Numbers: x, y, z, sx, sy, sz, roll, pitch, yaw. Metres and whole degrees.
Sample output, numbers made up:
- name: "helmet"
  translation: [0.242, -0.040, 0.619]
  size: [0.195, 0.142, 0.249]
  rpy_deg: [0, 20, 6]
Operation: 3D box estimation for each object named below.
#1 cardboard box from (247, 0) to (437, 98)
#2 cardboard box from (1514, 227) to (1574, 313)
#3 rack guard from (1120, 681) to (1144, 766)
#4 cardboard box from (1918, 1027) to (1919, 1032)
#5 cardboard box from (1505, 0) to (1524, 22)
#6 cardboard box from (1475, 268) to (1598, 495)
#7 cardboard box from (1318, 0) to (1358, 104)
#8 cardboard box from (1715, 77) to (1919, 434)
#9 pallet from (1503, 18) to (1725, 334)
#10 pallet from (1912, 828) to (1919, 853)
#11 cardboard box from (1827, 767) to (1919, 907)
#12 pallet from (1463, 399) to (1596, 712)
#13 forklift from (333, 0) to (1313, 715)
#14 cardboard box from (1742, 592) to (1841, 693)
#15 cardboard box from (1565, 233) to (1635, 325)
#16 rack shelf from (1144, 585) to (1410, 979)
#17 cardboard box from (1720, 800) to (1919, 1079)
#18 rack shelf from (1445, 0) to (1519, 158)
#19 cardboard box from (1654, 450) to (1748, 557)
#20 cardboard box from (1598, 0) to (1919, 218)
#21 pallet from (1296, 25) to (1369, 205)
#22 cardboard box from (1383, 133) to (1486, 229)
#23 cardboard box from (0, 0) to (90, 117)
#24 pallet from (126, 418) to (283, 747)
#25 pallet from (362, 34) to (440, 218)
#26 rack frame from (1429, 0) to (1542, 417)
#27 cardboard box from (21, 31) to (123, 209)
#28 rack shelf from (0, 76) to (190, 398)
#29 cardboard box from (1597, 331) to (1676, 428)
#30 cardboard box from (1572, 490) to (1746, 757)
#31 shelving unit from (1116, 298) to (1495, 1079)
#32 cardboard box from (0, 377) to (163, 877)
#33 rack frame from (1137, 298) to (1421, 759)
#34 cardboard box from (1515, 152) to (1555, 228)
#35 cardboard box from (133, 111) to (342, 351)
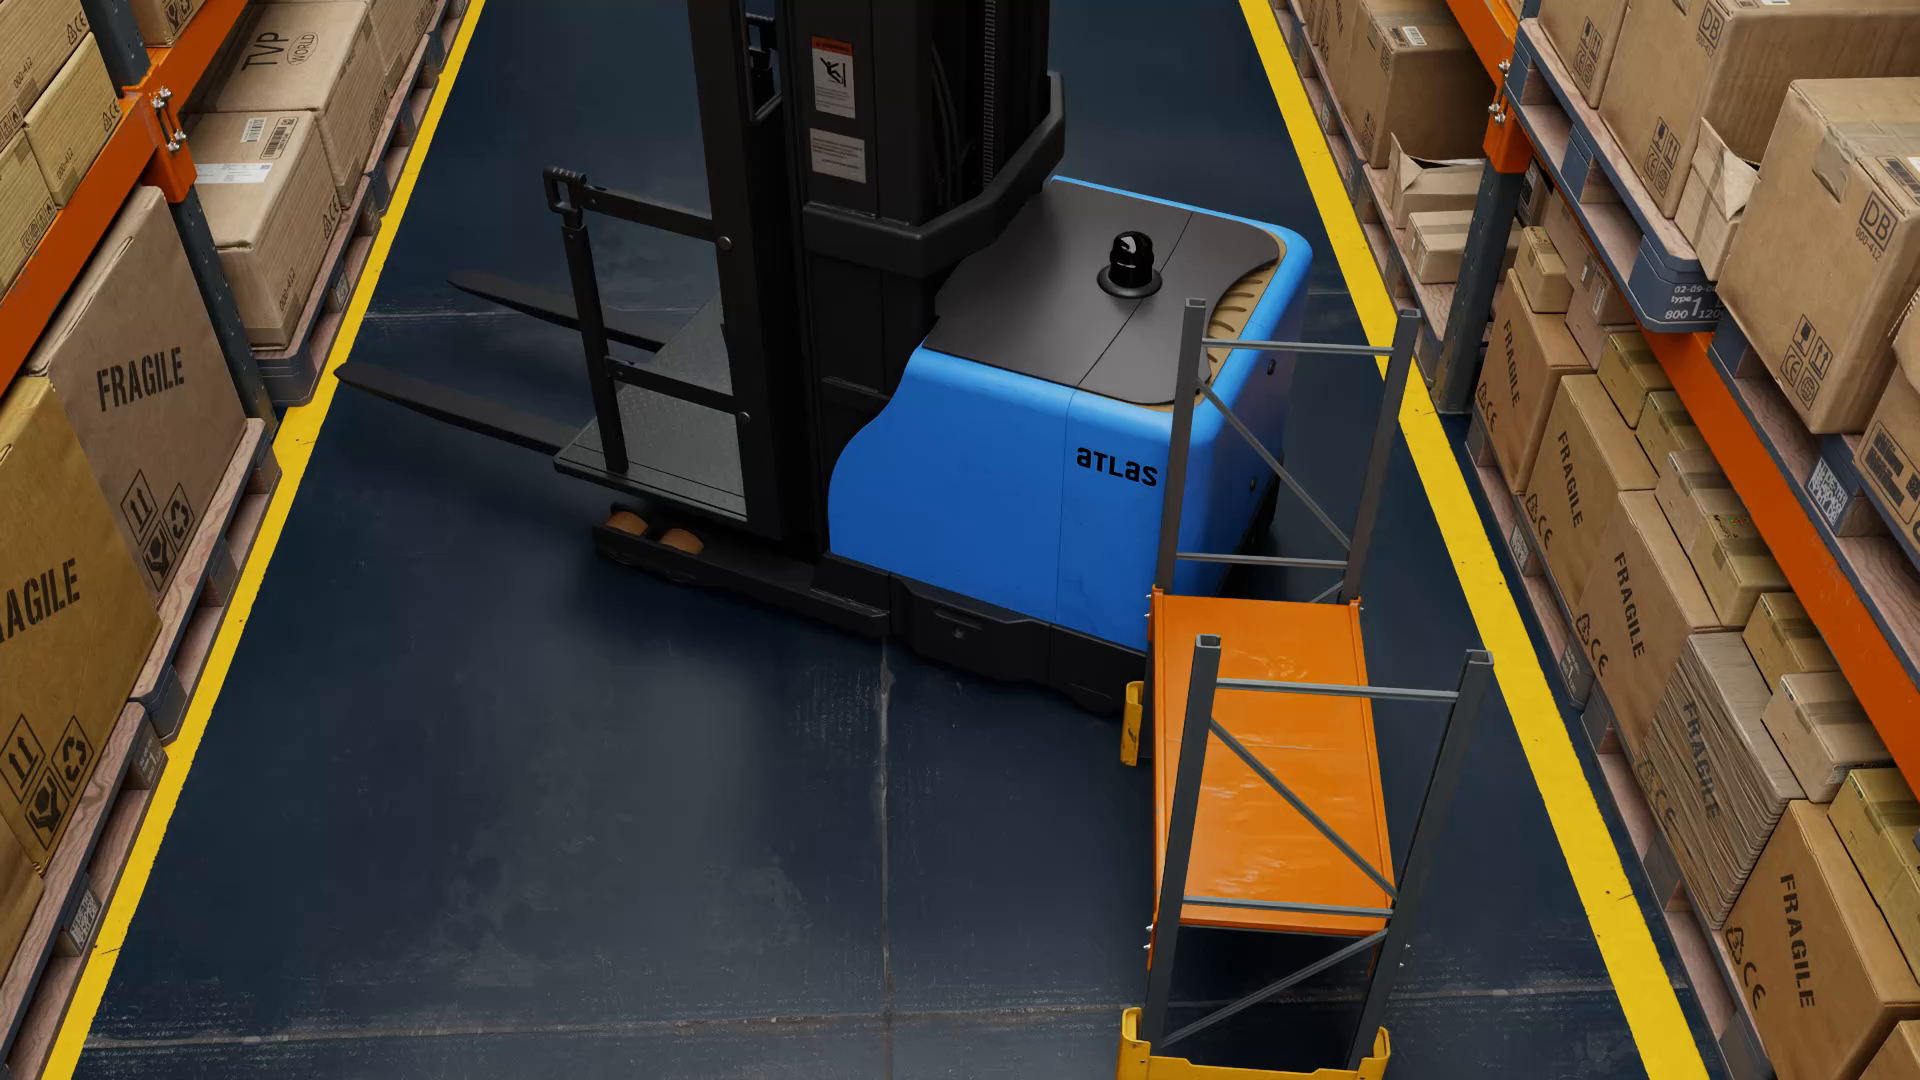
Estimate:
- name: "cardboard box"
  translation: [-2.814, -2.292, 7.115]
  size: [0.875, 0.438, 0.875]
  rpy_deg: [-1, 43, -1]
- name: "cardboard box"
  translation: [1.889, -0.809, 4.972]
  size: [0.380, 0.149, 0.250]
  rpy_deg: [0, 43, 0]
- name: "rack guard"
  translation: [0.737, 0.515, 4.504]
  size: [0.587, 0.250, 0.087]
  rpy_deg: [3, 43, 3]
- name: "cardboard box"
  translation: [2.026, 0.953, 3.049]
  size: [0.380, 0.149, 0.250]
  rpy_deg: [-3, 43, -3]
- name: "cardboard box"
  translation: [1.873, -1.702, 5.072]
  size: [0.380, 0.149, 0.250]
  rpy_deg: [-1, 43, -1]
- name: "cardboard box"
  translation: [1.935, -0.486, 5.100]
  size: [0.500, 0.500, 0.500]
  rpy_deg: [0, 43, 0]
- name: "cardboard box"
  translation: [1.821, -2.166, 6.933]
  size: [0.500, 0.500, 0.500]
  rpy_deg: [-1, 43, -1]
- name: "cardboard box"
  translation: [1.992, -0.565, 3.262]
  size: [0.700, 0.500, 0.500]
  rpy_deg: [-2, 43, -2]
- name: "pallet"
  translation: [2.064, -0.973, 4.233]
  size: [1.003, 0.211, 1.213]
  rpy_deg: [-2, 43, -2]
- name: "pallet"
  translation: [2.210, 0.729, 2.376]
  size: [1.213, 0.211, 1.003]
  rpy_deg: [-2, 43, -2]
- name: "cardboard box"
  translation: [2.049, 0.605, 3.429]
  size: [0.380, 0.149, 0.250]
  rpy_deg: [-2, 43, -2]
- name: "pallet"
  translation: [2.212, -0.010, 5.105]
  size: [1.003, 0.211, 1.213]
  rpy_deg: [-2, 43, -2]
- name: "forklift"
  translation: [-0.572, -1.256, 4.451]
  size: [3.031, 2.935, 1.130]
  rpy_deg: [17, 45, 18]
- name: "cardboard box"
  translation: [2.047, 0.252, 3.814]
  size: [0.380, 0.149, 0.250]
  rpy_deg: [-1, 43, -2]
- name: "cardboard box"
  translation: [1.948, -0.744, 4.681]
  size: [0.380, 0.149, 0.250]
  rpy_deg: [-4, 43, -4]
- name: "rack shelf"
  translation: [0.695, 0.528, 3.830]
  size: [0.538, 0.185, 1.000]
  rpy_deg: [3, 43, 3]
- name: "cardboard box"
  translation: [2.041, 0.910, 3.576]
  size: [0.500, 0.500, 0.500]
  rpy_deg: [0, 43, 0]
- name: "rack shelf"
  translation: [2.054, -2.671, 6.477]
  size: [1.077, 0.370, 4.000]
  rpy_deg: [-2, 43, -2]
- name: "cardboard box"
  translation: [1.999, -0.097, 4.195]
  size: [0.380, 0.149, 0.250]
  rpy_deg: [-2, 43, -2]
- name: "cardboard box"
  translation: [1.958, -1.095, 3.840]
  size: [0.700, 0.500, 0.500]
  rpy_deg: [-1, 43, -1]
- name: "pallet"
  translation: [2.056, -1.847, 7.109]
  size: [1.003, 0.211, 1.213]
  rpy_deg: [-2, 43, -2]
- name: "cardboard box"
  translation: [1.807, -1.342, 6.206]
  size: [0.396, 0.266, 0.258]
  rpy_deg: [0, 43, 0]
- name: "cardboard box"
  translation: [-2.558, -1.280, 4.167]
  size: [0.500, 0.250, 0.500]
  rpy_deg: [-2, 43, -2]
- name: "pallet"
  translation: [-2.712, 0.106, 4.979]
  size: [1.003, 0.211, 1.213]
  rpy_deg: [-2, 43, -2]
- name: "pallet"
  translation: [-2.829, -1.754, 7.008]
  size: [1.003, 0.211, 1.213]
  rpy_deg: [-2, 43, -2]
- name: "rack frame"
  translation: [2.139, -1.586, 4.760]
  size: [1.000, 3.000, 0.127]
  rpy_deg: [-2, 43, -2]
- name: "cardboard box"
  translation: [-2.549, -1.090, 4.331]
  size: [0.500, 0.250, 0.500]
  rpy_deg: [-3, 43, -3]
- name: "rack shelf"
  translation: [-2.735, 0.174, 3.372]
  size: [1.077, 0.370, 4.000]
  rpy_deg: [-2, 43, -2]
- name: "cardboard box"
  translation: [2.000, -0.451, 4.581]
  size: [0.380, 0.149, 0.250]
  rpy_deg: [-4, 43, -4]
- name: "cardboard box"
  translation: [1.984, 0.210, 4.340]
  size: [0.500, 0.500, 0.500]
  rpy_deg: [-3, 43, -3]
- name: "shelving unit"
  translation: [0.696, 0.389, 3.715]
  size: [0.587, 1.500, 1.083]
  rpy_deg: [3, 43, 3]
- name: "cardboard box"
  translation: [-2.667, 0.213, 4.059]
  size: [0.875, 0.875, 0.875]
  rpy_deg: [-1, 43, -1]
- name: "rack frame"
  translation: [0.737, 0.053, 4.082]
  size: [0.500, 1.500, 0.032]
  rpy_deg: [3, 43, 3]
- name: "cardboard box"
  translation: [2.347, -1.203, 6.021]
  size: [0.500, 0.311, 0.500]
  rpy_deg: [0, 43, 0]
- name: "cardboard box"
  translation: [-2.739, -1.078, 5.792]
  size: [0.875, 0.438, 0.875]
  rpy_deg: [-2, 43, -2]
